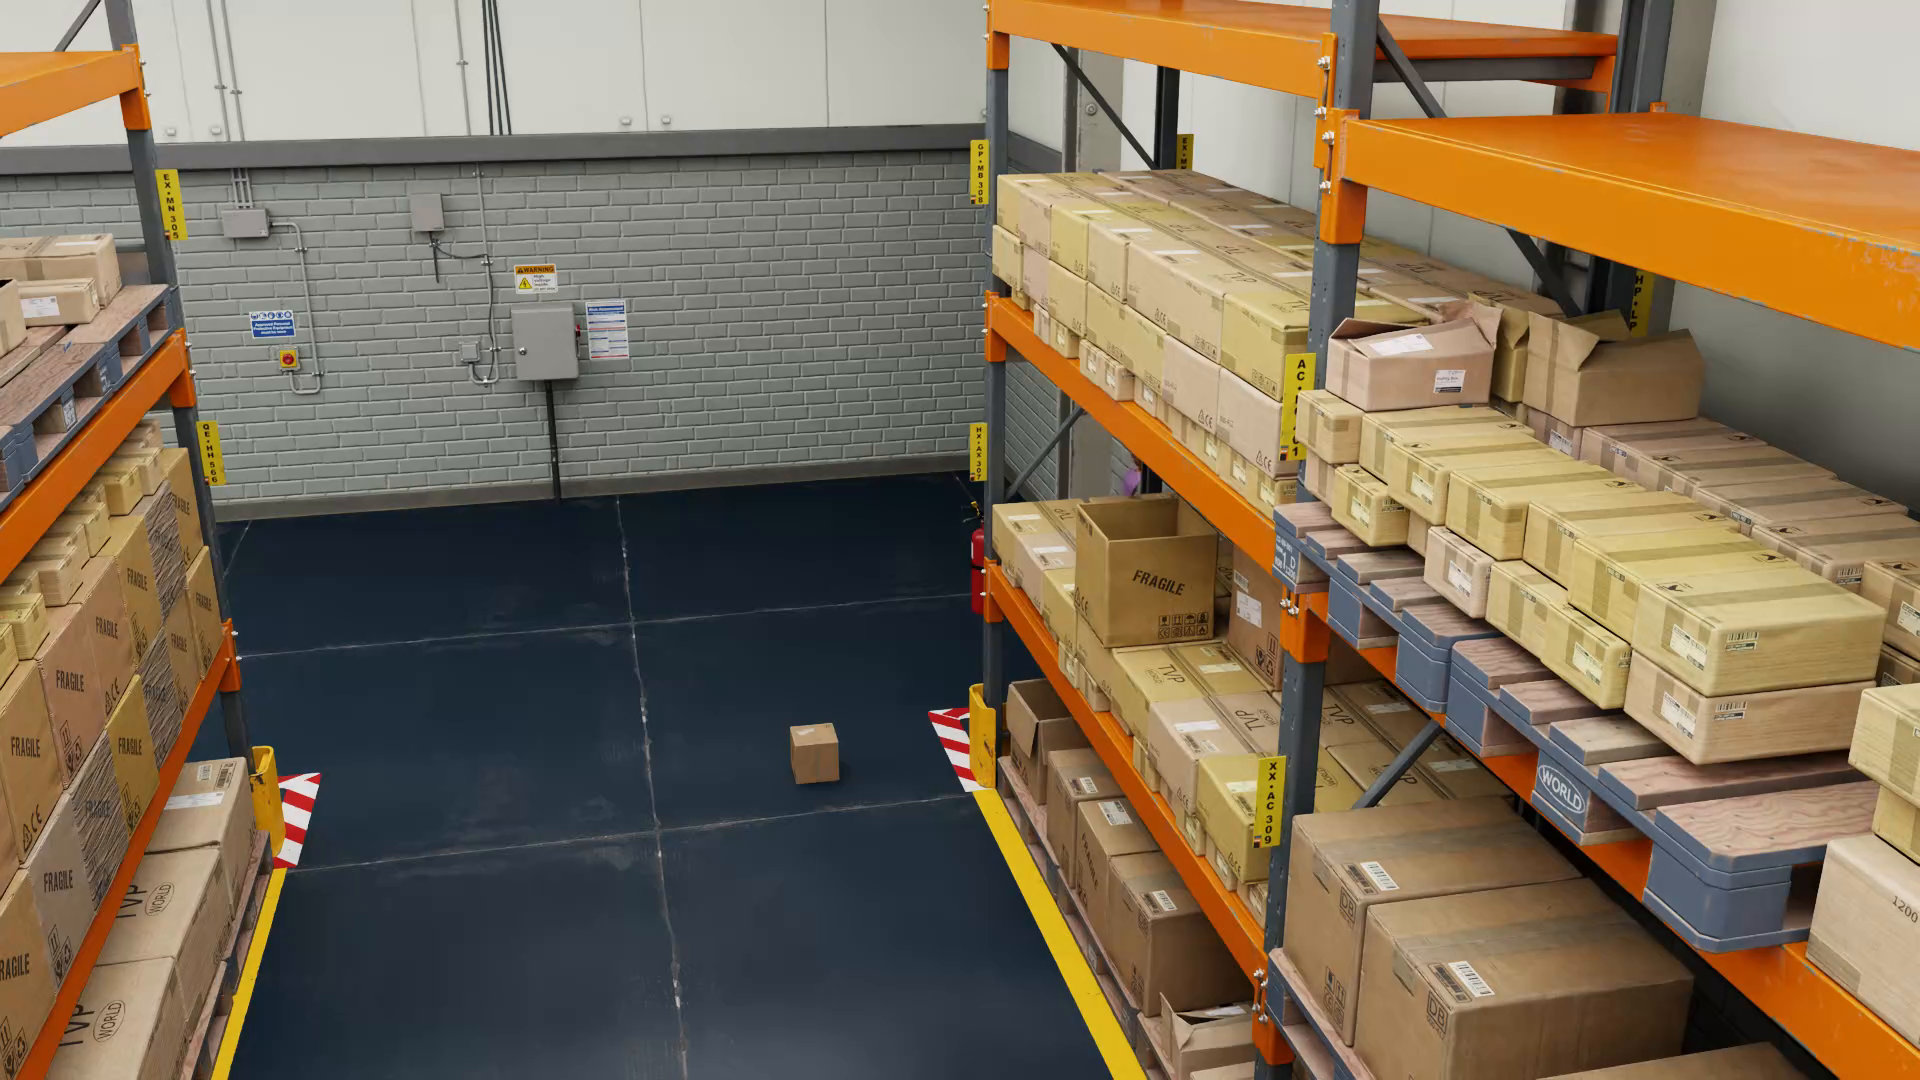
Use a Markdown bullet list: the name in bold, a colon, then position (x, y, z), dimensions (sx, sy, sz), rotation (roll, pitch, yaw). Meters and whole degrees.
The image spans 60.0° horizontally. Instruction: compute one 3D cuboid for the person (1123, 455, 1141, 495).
- **person**: position (1.239, 0.094, 10.787), dimensions (0.694, 1.569, 0.464), rotation (-4, 20, -12)
